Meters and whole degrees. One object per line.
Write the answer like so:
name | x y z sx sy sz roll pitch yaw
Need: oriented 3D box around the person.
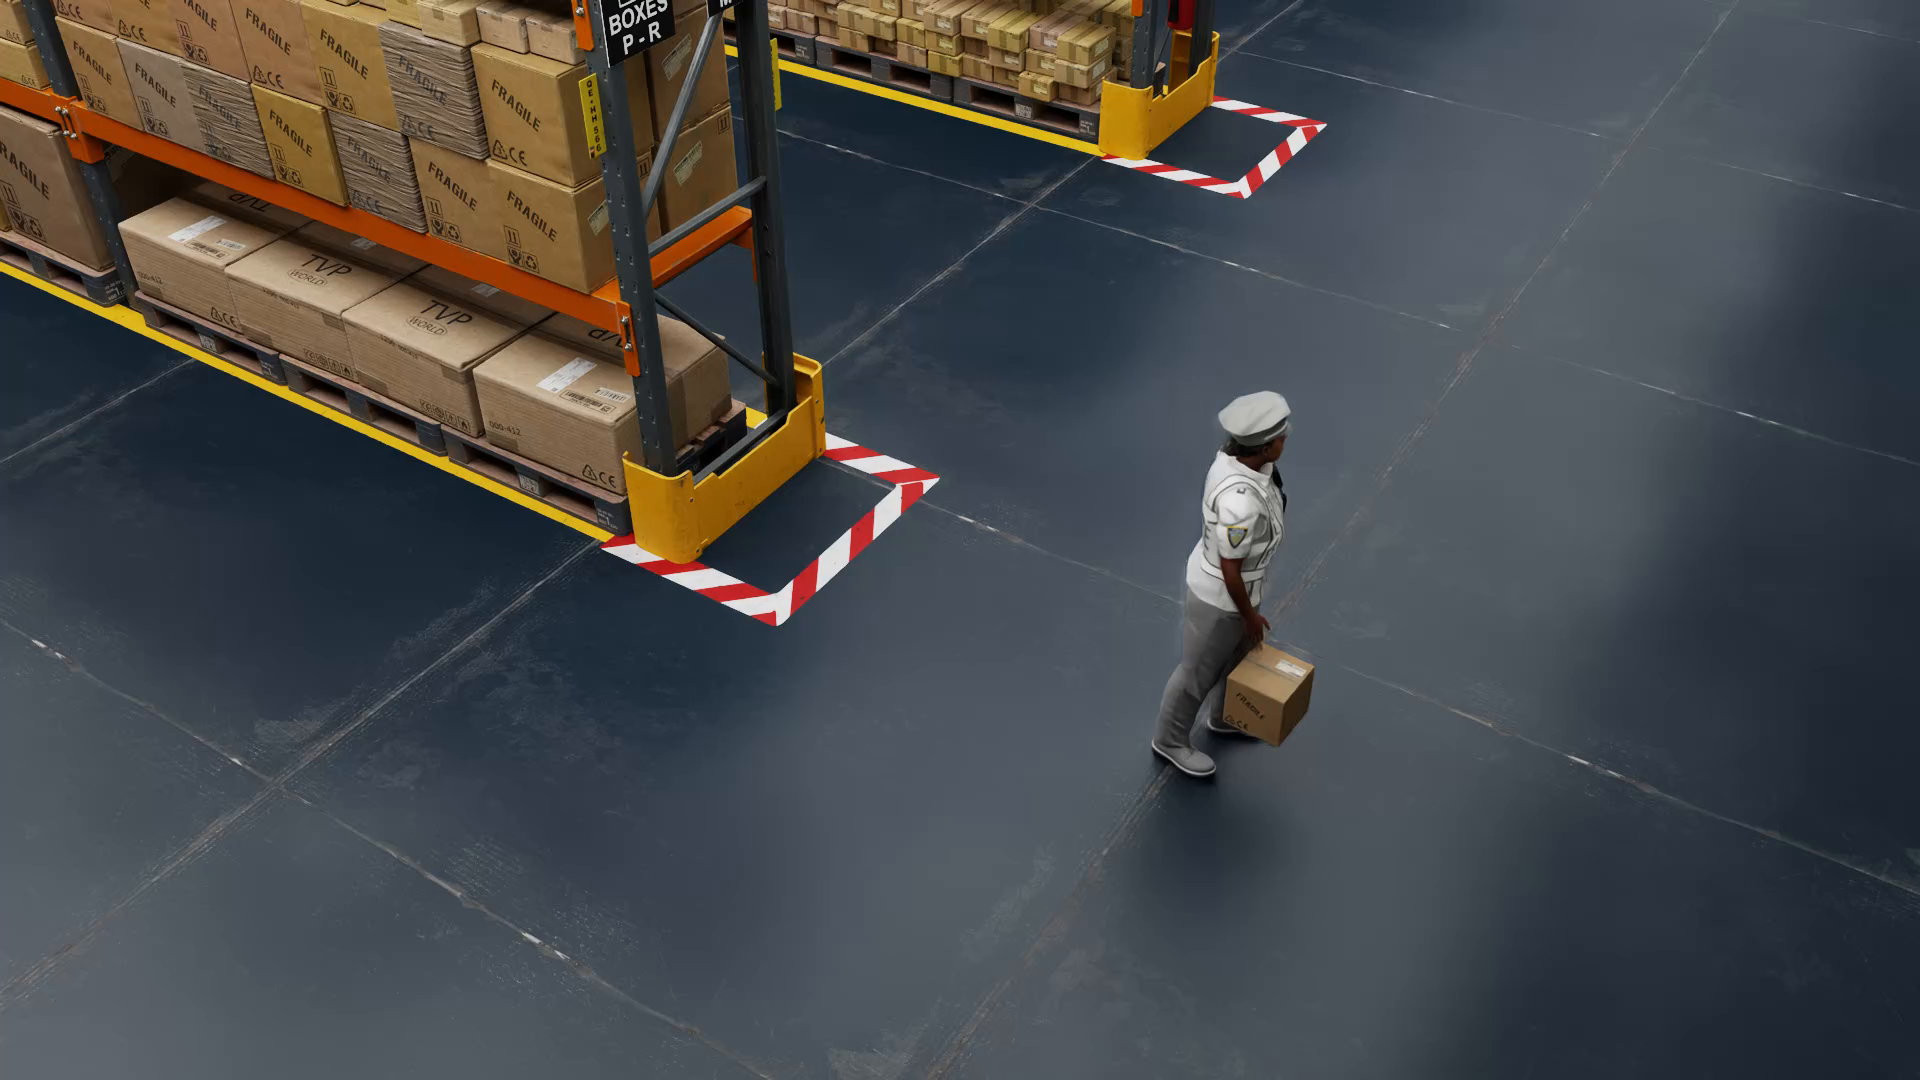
person | 1.063 0.186 6.431 0.504 1.675 0.481 8 39 10
